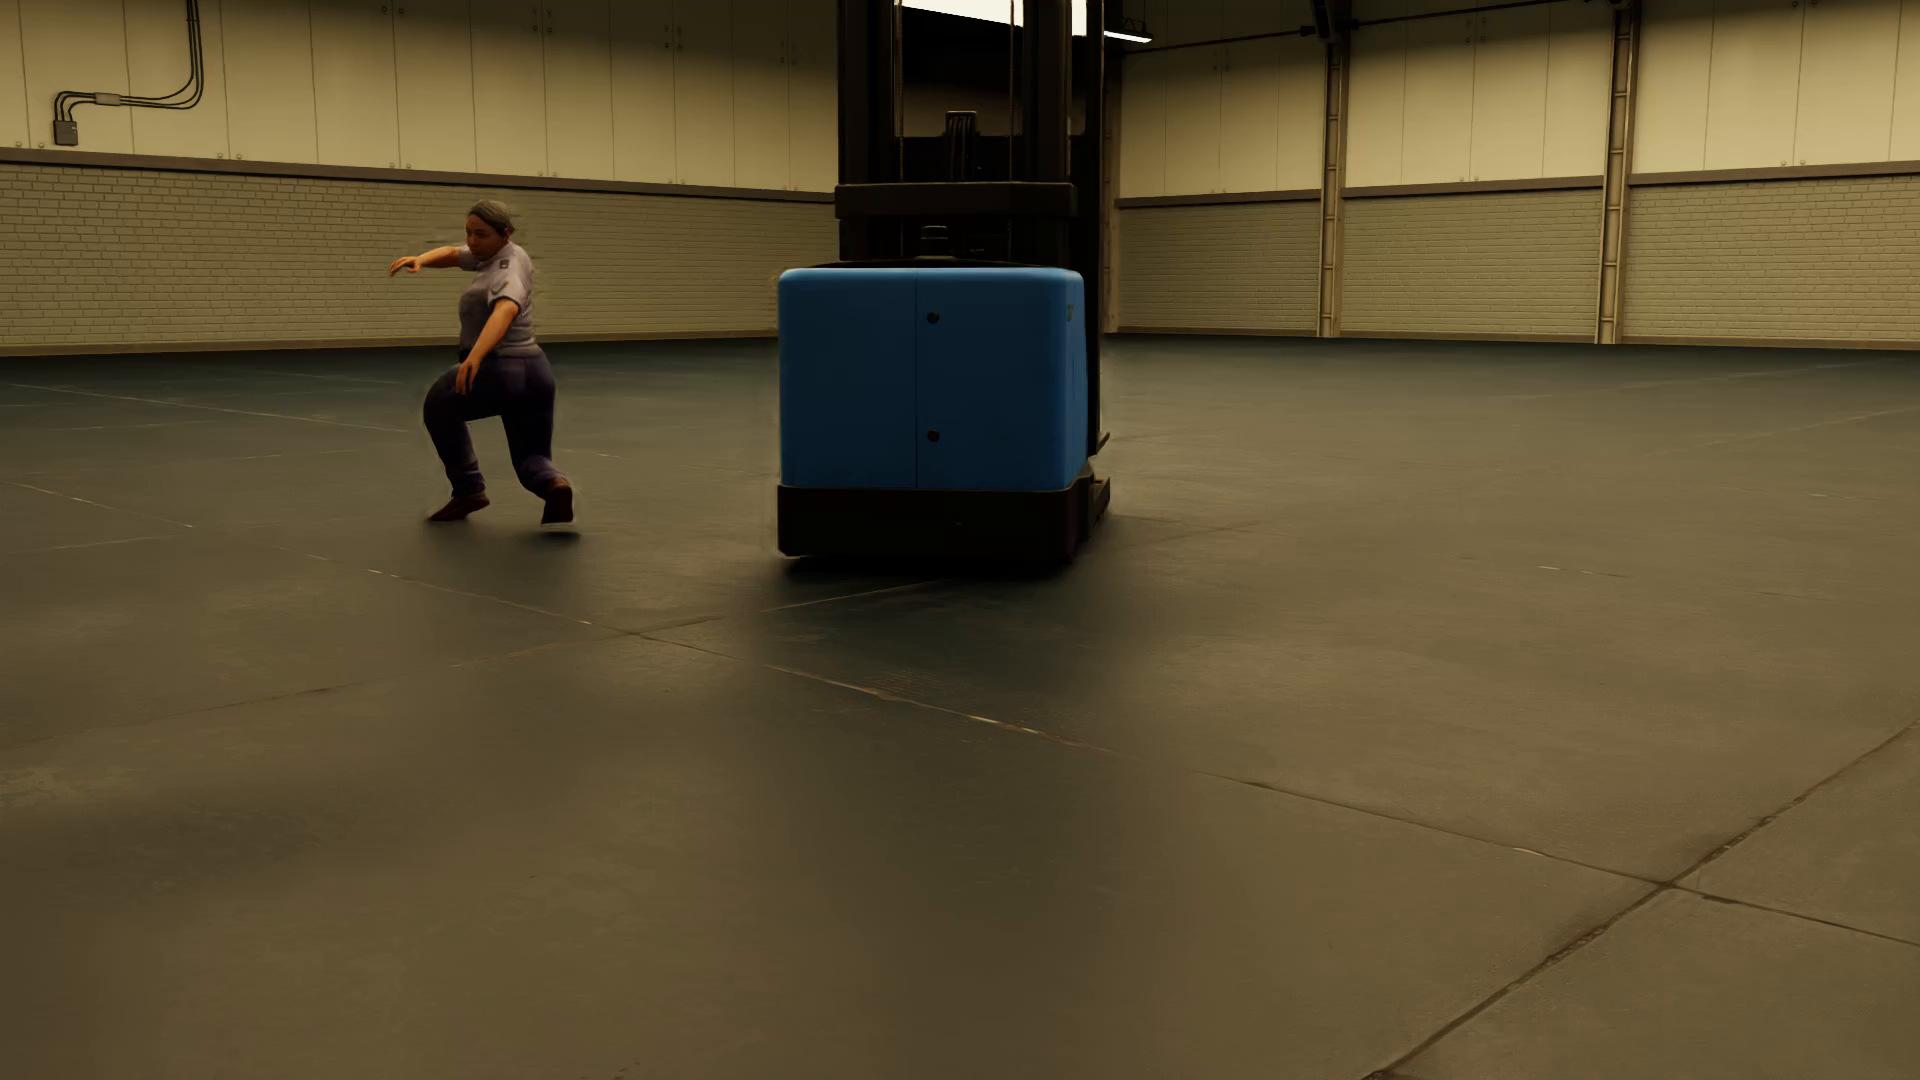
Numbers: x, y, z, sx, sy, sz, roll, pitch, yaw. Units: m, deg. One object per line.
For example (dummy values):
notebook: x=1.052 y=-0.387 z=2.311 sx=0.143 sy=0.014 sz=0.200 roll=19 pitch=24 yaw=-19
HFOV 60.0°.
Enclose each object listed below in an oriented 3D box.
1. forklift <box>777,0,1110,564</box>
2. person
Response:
forklift: x=0.077 y=-1.541 z=7.107 sx=1.130 sy=2.935 sz=3.031 roll=1 pitch=9 yaw=9
person: x=-2.010 y=-0.702 z=6.902 sx=0.942 sy=1.403 sz=0.764 roll=5 pitch=10 yaw=32
